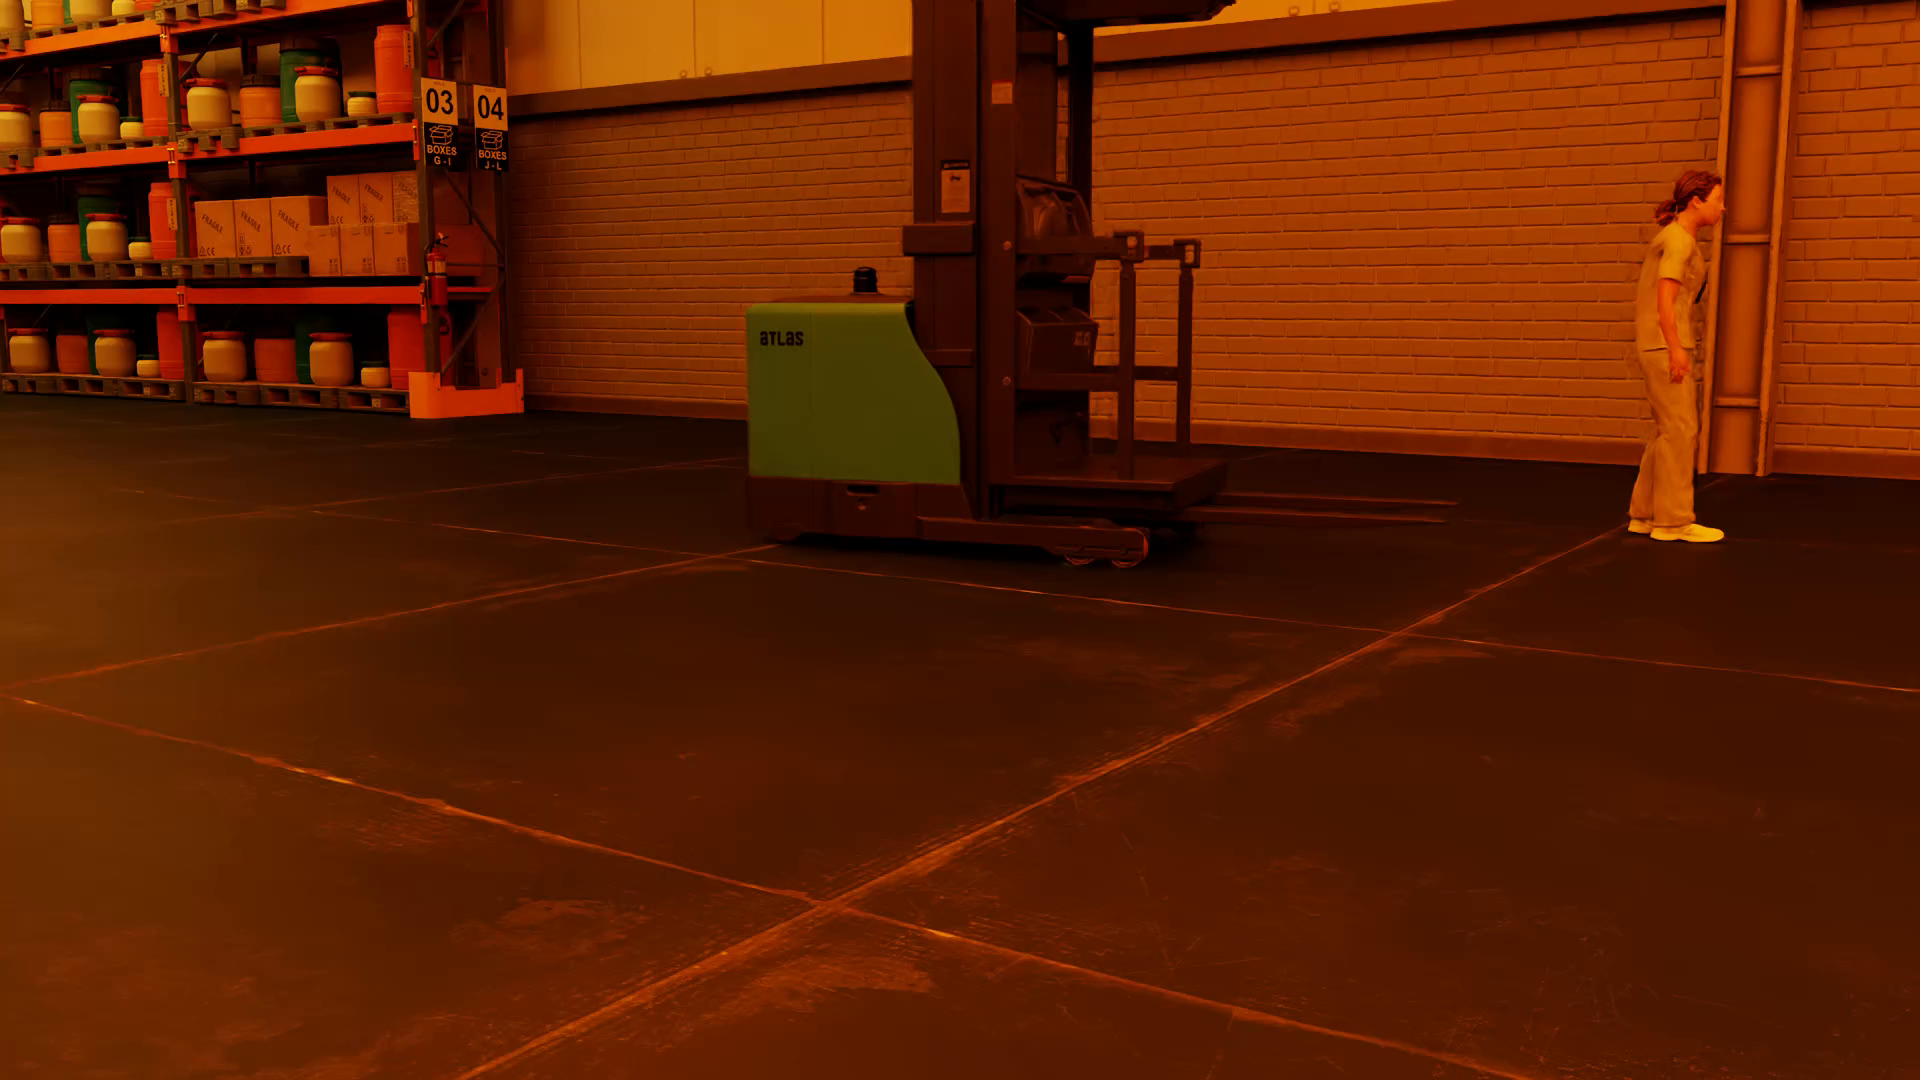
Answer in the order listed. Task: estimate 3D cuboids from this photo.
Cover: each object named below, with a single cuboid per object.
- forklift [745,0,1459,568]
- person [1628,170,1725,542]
[{"bbox_3d":[0.605,-1.421,7.183,3.031,2.935,1.130,3,9,21],"label":"forklift"},{"bbox_3d":[3.314,-0.843,7.601,0.438,1.670,0.495,4,9,27],"label":"person"}]
